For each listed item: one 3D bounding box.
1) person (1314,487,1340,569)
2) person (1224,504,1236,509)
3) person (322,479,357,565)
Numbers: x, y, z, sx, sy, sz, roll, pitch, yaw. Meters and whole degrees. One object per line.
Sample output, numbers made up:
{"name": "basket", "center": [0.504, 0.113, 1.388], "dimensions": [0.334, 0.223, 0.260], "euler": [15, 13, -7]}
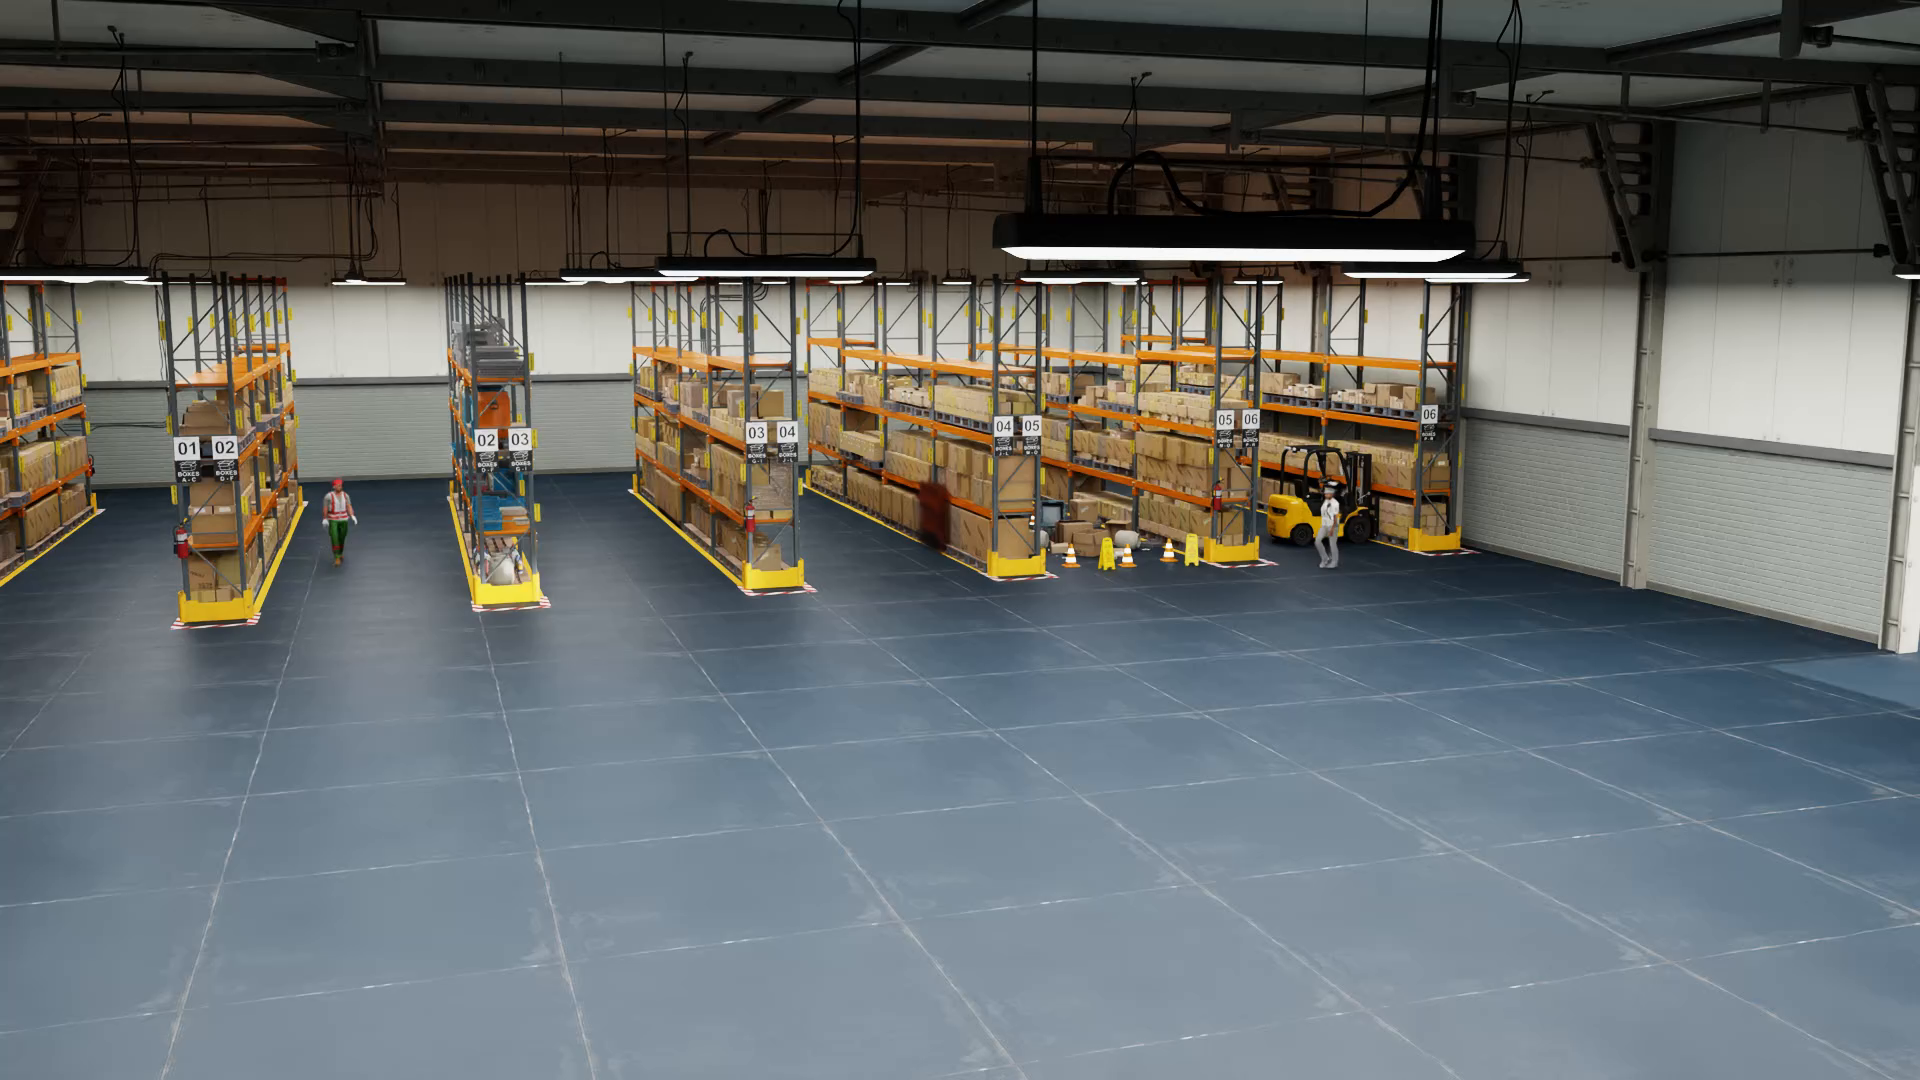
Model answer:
{"name": "person", "center": [7.578, -0.234, 34.114], "dimensions": [0.477, 1.719, 0.440], "euler": [-7, 11, -39]}
{"name": "person", "center": [6.506, -1.042, 39.583], "dimensions": [0.565, 1.636, 0.622], "euler": [-7, 11, -37]}
{"name": "person", "center": [-12.998, -0.411, 34.851], "dimensions": [0.642, 1.750, 0.969], "euler": [-5, 10, -31]}
